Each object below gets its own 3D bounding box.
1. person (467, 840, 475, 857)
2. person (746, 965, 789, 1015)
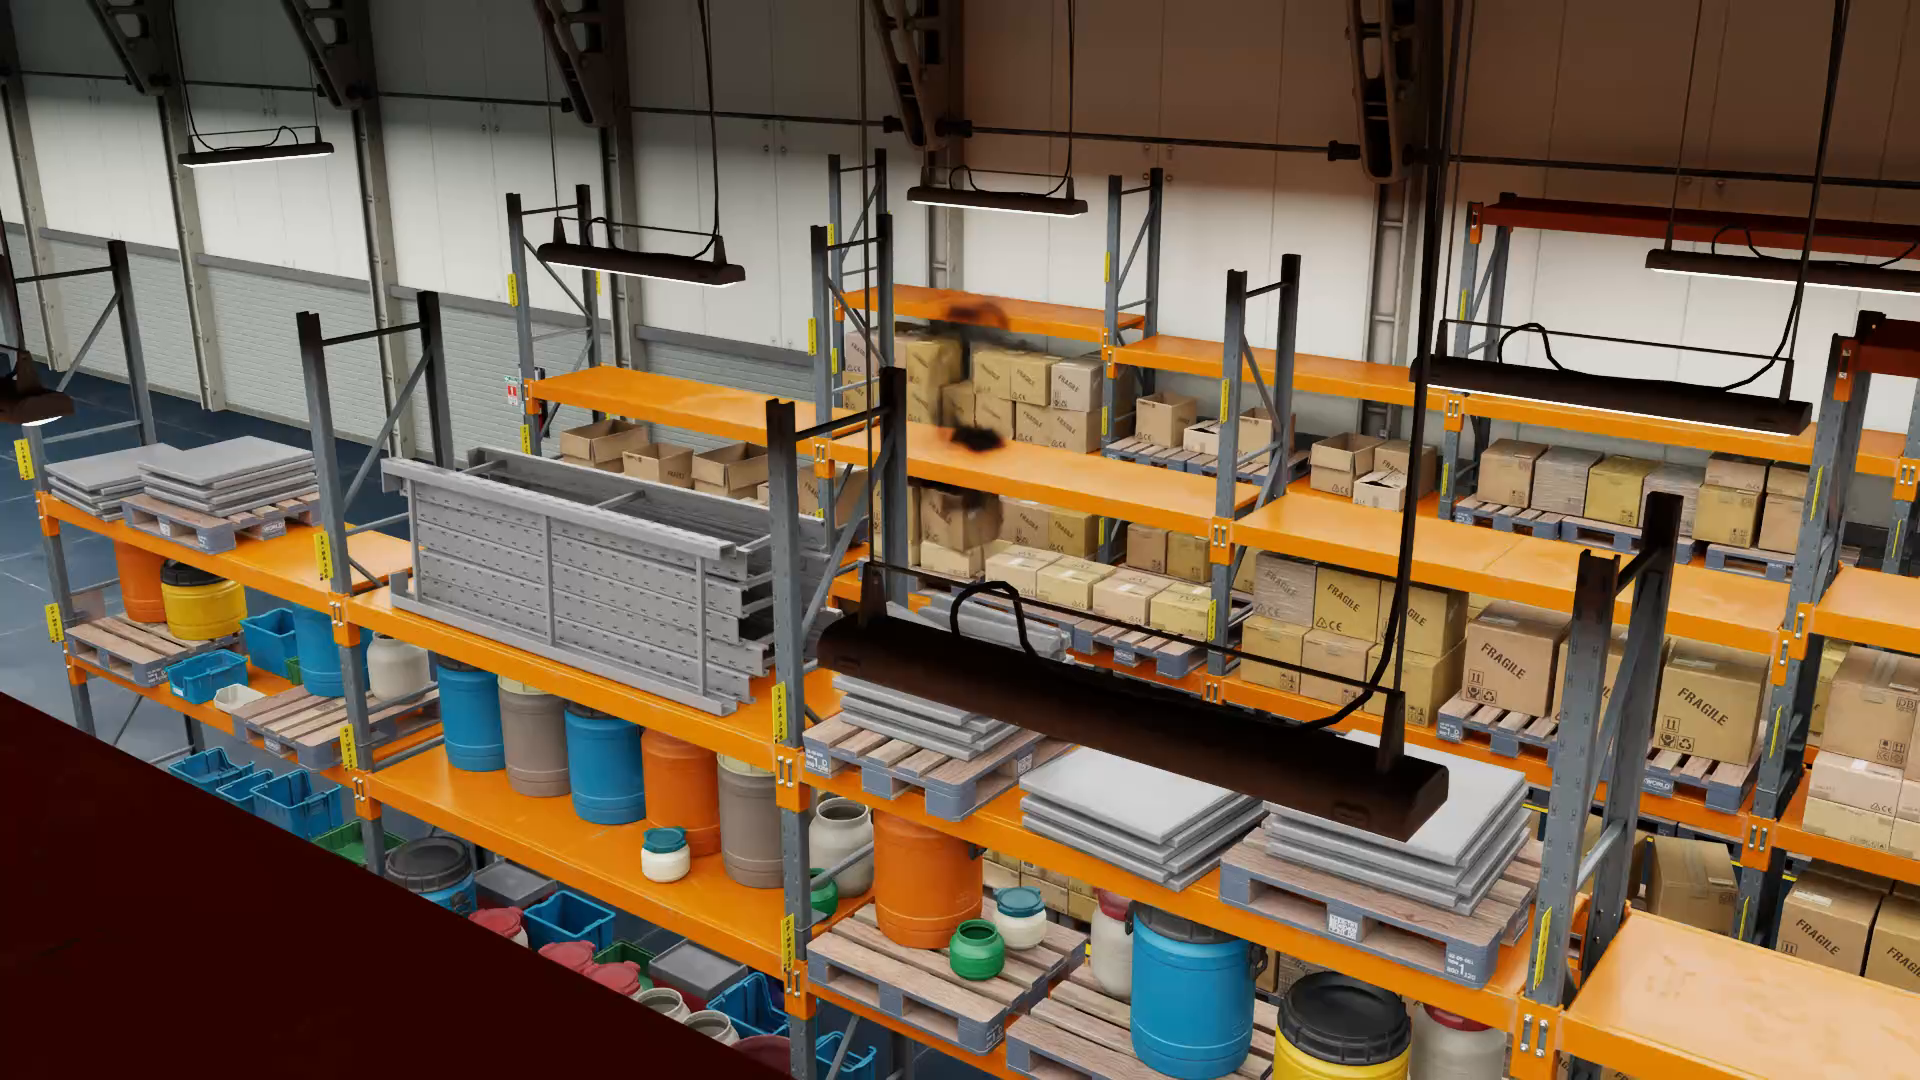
[{"bbox_3d":[-4.274,2.634,14.887,0.686,1.521,0.517,15,24,38],"label":"person"},{"bbox_3d":[-1.476,3.156,13.167,0.538,1.608,0.600,13,22,33],"label":"person"}]
